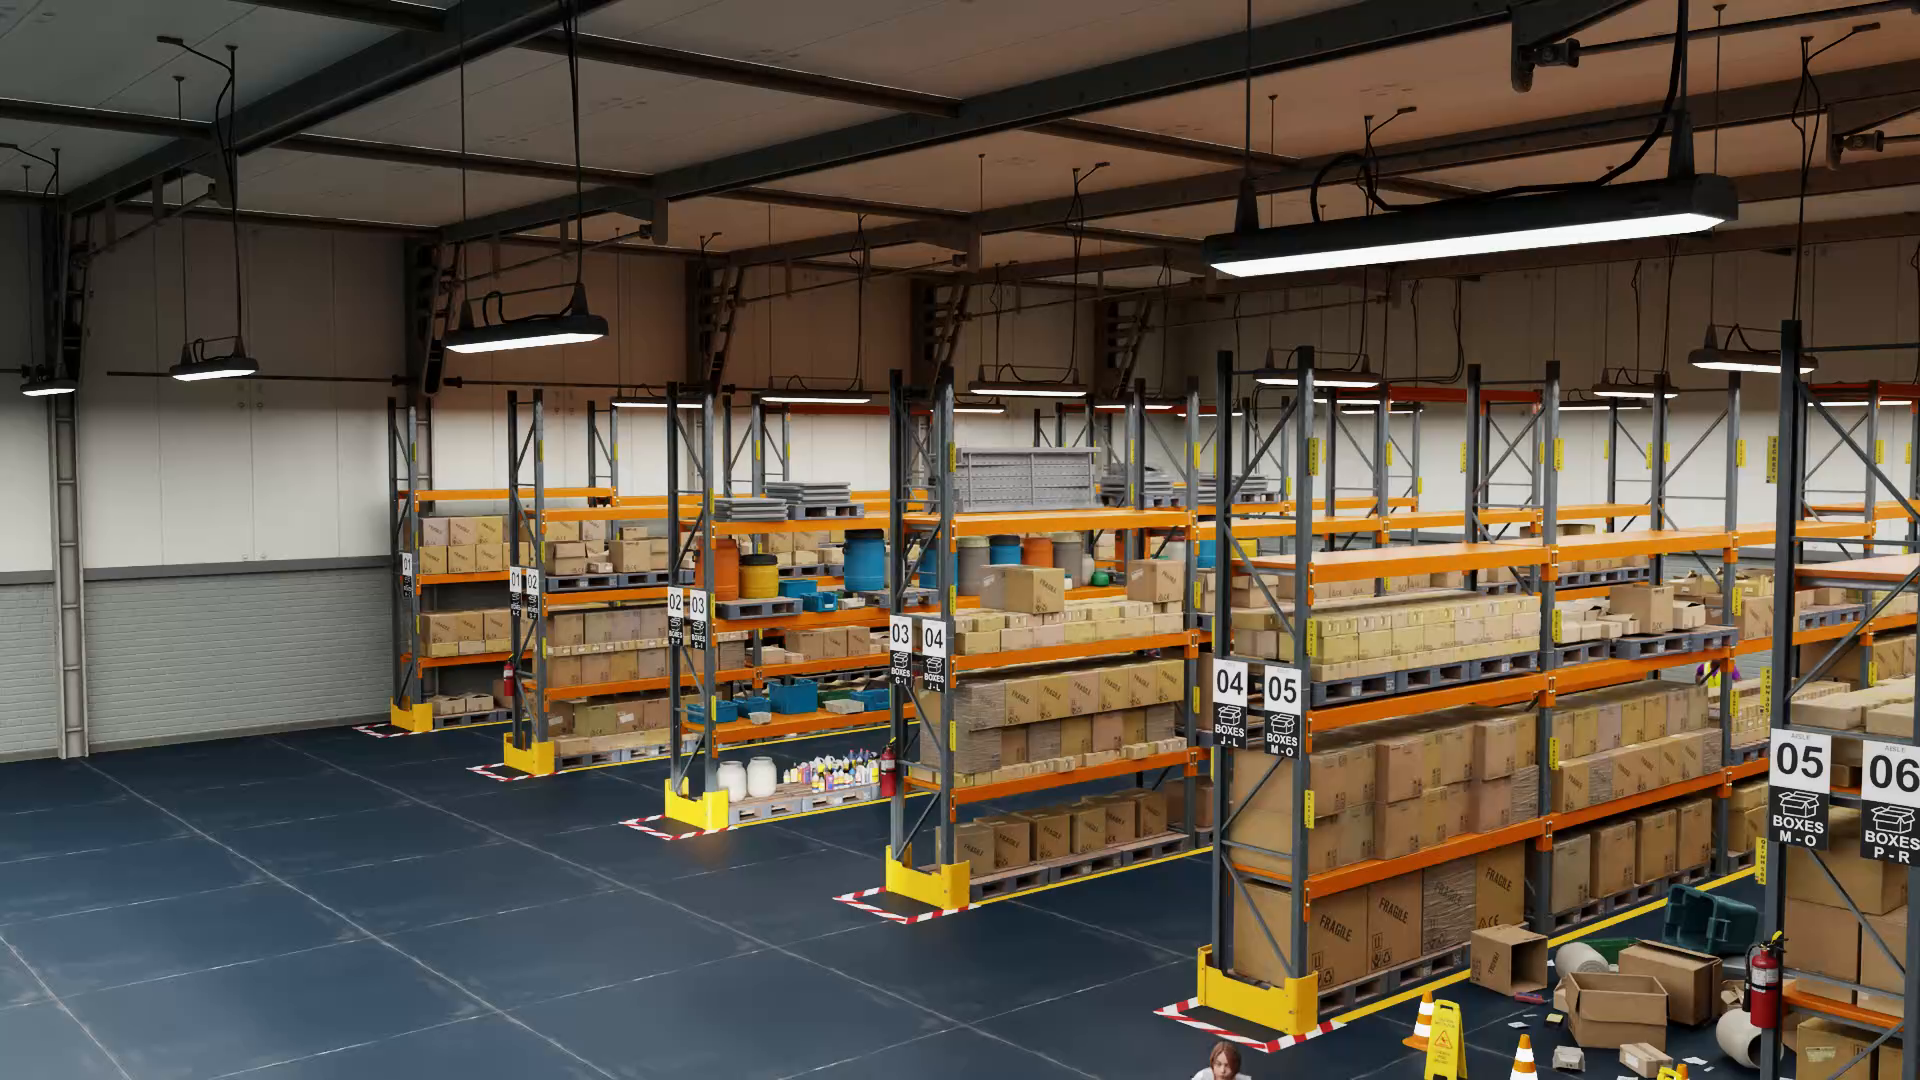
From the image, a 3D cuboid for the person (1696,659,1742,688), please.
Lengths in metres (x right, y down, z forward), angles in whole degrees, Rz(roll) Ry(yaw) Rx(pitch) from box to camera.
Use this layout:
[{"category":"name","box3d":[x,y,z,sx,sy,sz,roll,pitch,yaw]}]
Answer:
[{"category":"person","box3d":[12.669,2.673,27.802,0.743,1.802,0.822,2,4,30]}]

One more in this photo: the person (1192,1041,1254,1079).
[{"category":"person","box3d":[1.609,3.786,10.152,0.503,1.539,0.659,1,3,12]}]
